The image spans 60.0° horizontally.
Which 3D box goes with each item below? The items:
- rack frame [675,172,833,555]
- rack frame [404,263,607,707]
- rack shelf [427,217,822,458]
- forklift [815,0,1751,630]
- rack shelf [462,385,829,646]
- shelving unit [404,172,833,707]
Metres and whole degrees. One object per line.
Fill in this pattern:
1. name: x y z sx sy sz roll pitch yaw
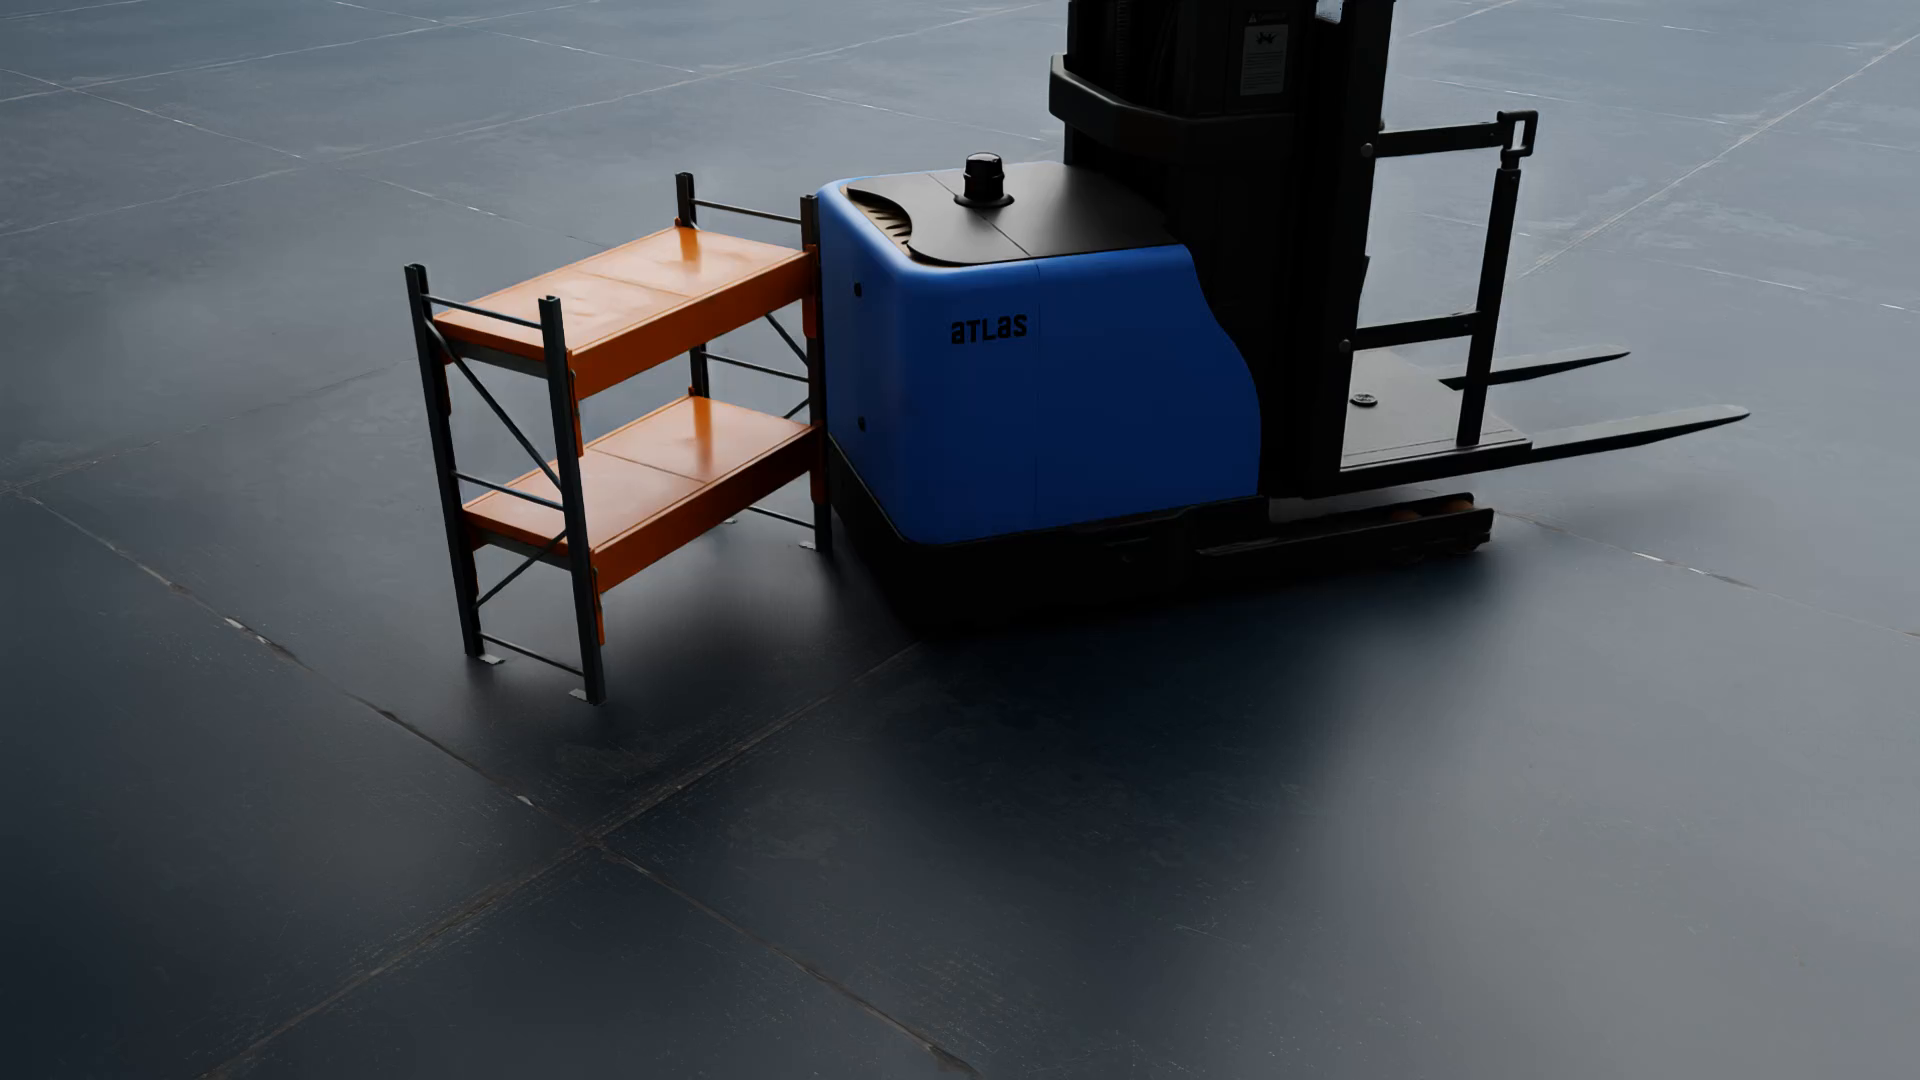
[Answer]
1. rack frame: -0.616 -0.519 5.030 0.500 1.125 0.032 16 31 28
2. rack frame: -1.157 -0.124 4.265 0.500 1.125 0.032 16 31 28
3. rack shelf: -0.886 -0.582 4.513 0.538 0.278 1.000 16 31 28
4. forklift: 1.122 -1.447 4.857 3.031 2.935 1.130 -9 29 -17
5. rack shelf: -0.886 -0.104 4.760 0.538 0.278 1.000 16 31 28
6. shelving unit: -0.886 -0.322 4.647 0.538 1.125 1.048 16 31 28
